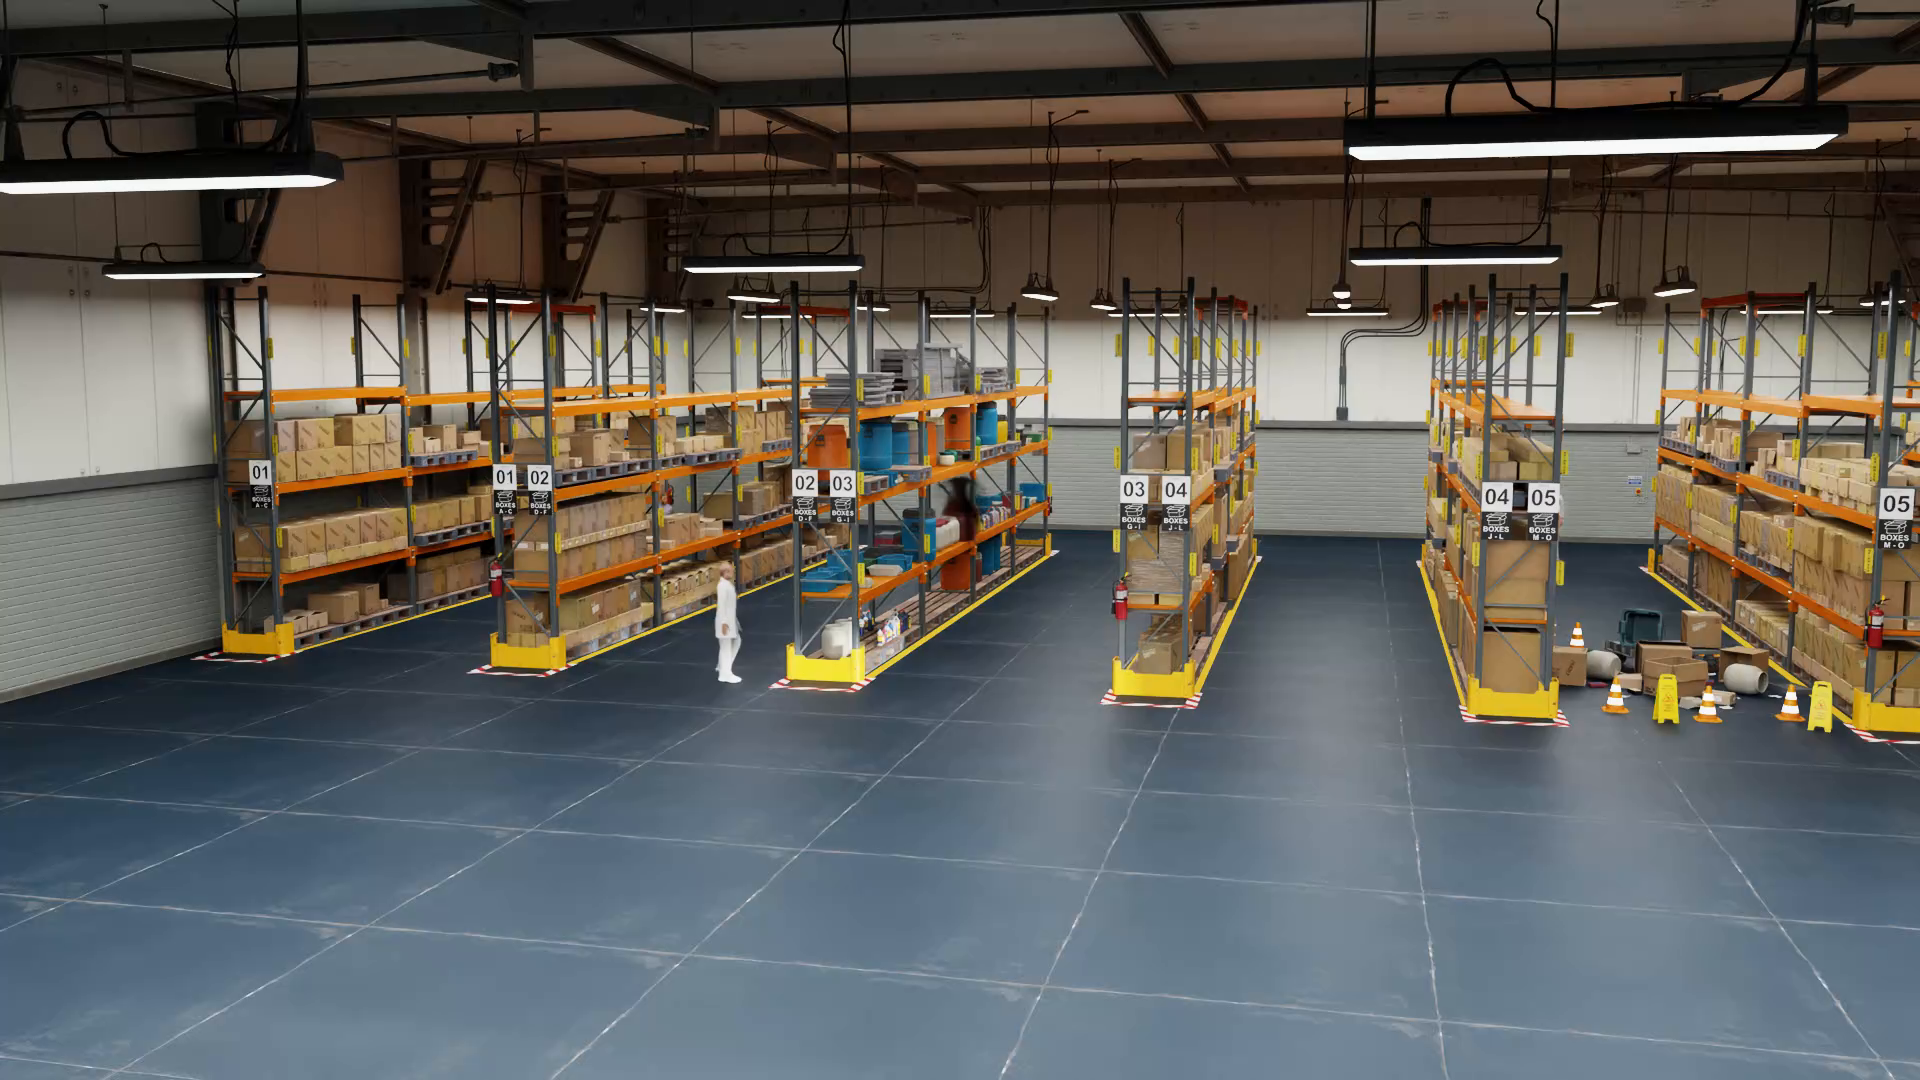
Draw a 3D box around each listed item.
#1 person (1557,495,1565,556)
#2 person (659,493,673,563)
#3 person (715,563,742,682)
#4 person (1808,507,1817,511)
[{"bbox_3d":[14.429,-0.516,40.509,0.547,1.789,0.480,2,7,21],"label":"person"},{"bbox_3d":[-6.942,-0.292,39.014,0.457,1.617,0.665,1,7,10],"label":"person"},{"bbox_3d":[-3.506,1.267,25.124,0.423,1.796,0.681,0,7,0],"label":"person"},{"bbox_3d":[18.041,0.046,35.390,0.499,1.791,0.594,4,8,34],"label":"person"}]
